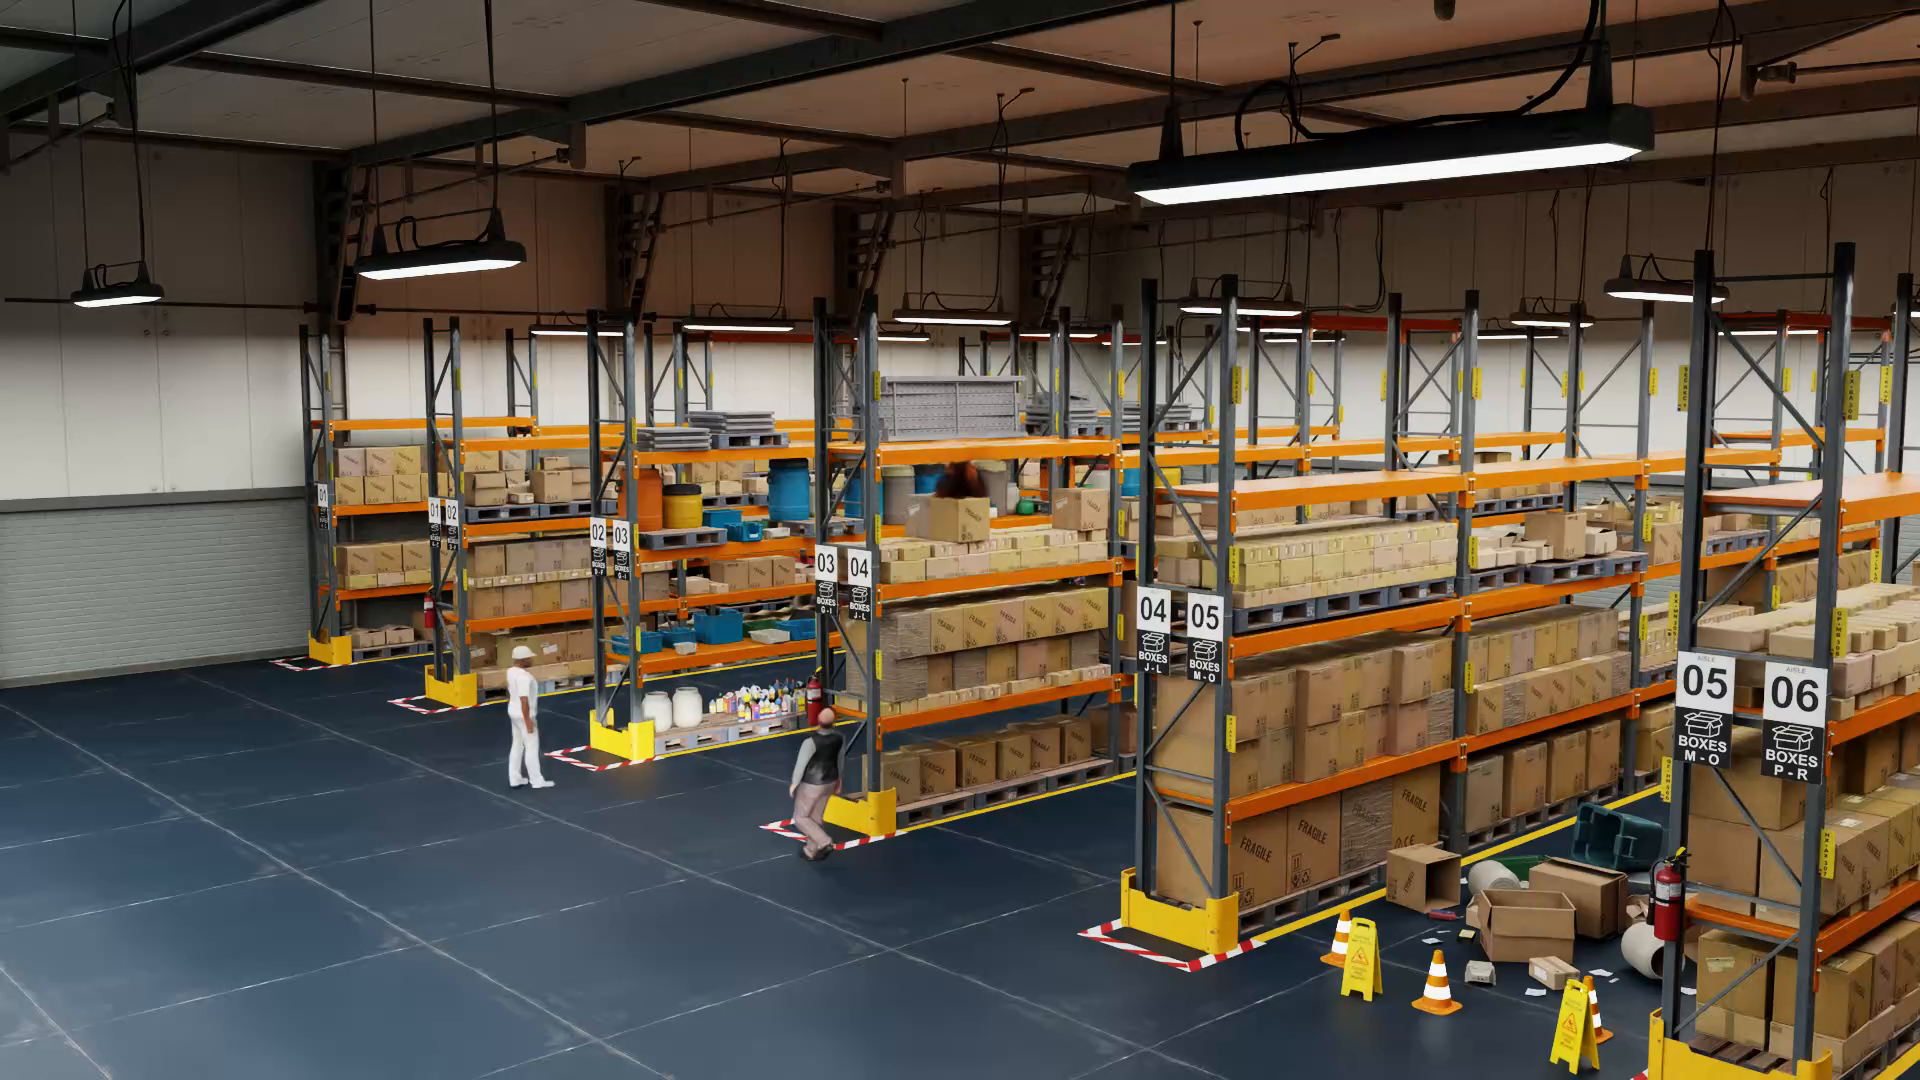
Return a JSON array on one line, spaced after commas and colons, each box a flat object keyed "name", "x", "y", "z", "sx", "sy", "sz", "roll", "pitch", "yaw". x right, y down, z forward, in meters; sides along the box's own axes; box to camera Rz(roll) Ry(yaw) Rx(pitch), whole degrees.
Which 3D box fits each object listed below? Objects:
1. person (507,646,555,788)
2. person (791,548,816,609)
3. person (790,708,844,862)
[{"name": "person", "x": -5.363, "y": 2.190, "z": 20.711, "sx": 0.515, "sy": 1.779, "sz": 0.604, "roll": -4, "pitch": 7, "yaw": -31}, {"name": "person", "x": -3.054, "y": 0.975, "z": 32.999, "sx": 0.564, "sy": 1.721, "sz": 0.587, "roll": -4, "pitch": 7, "yaw": -36}, {"name": "person", "x": -1.507, "y": 2.572, "z": 17.472, "sx": 0.715, "sy": 1.687, "sz": 0.586, "roll": 5, "pitch": 7, "yaw": 38}]
